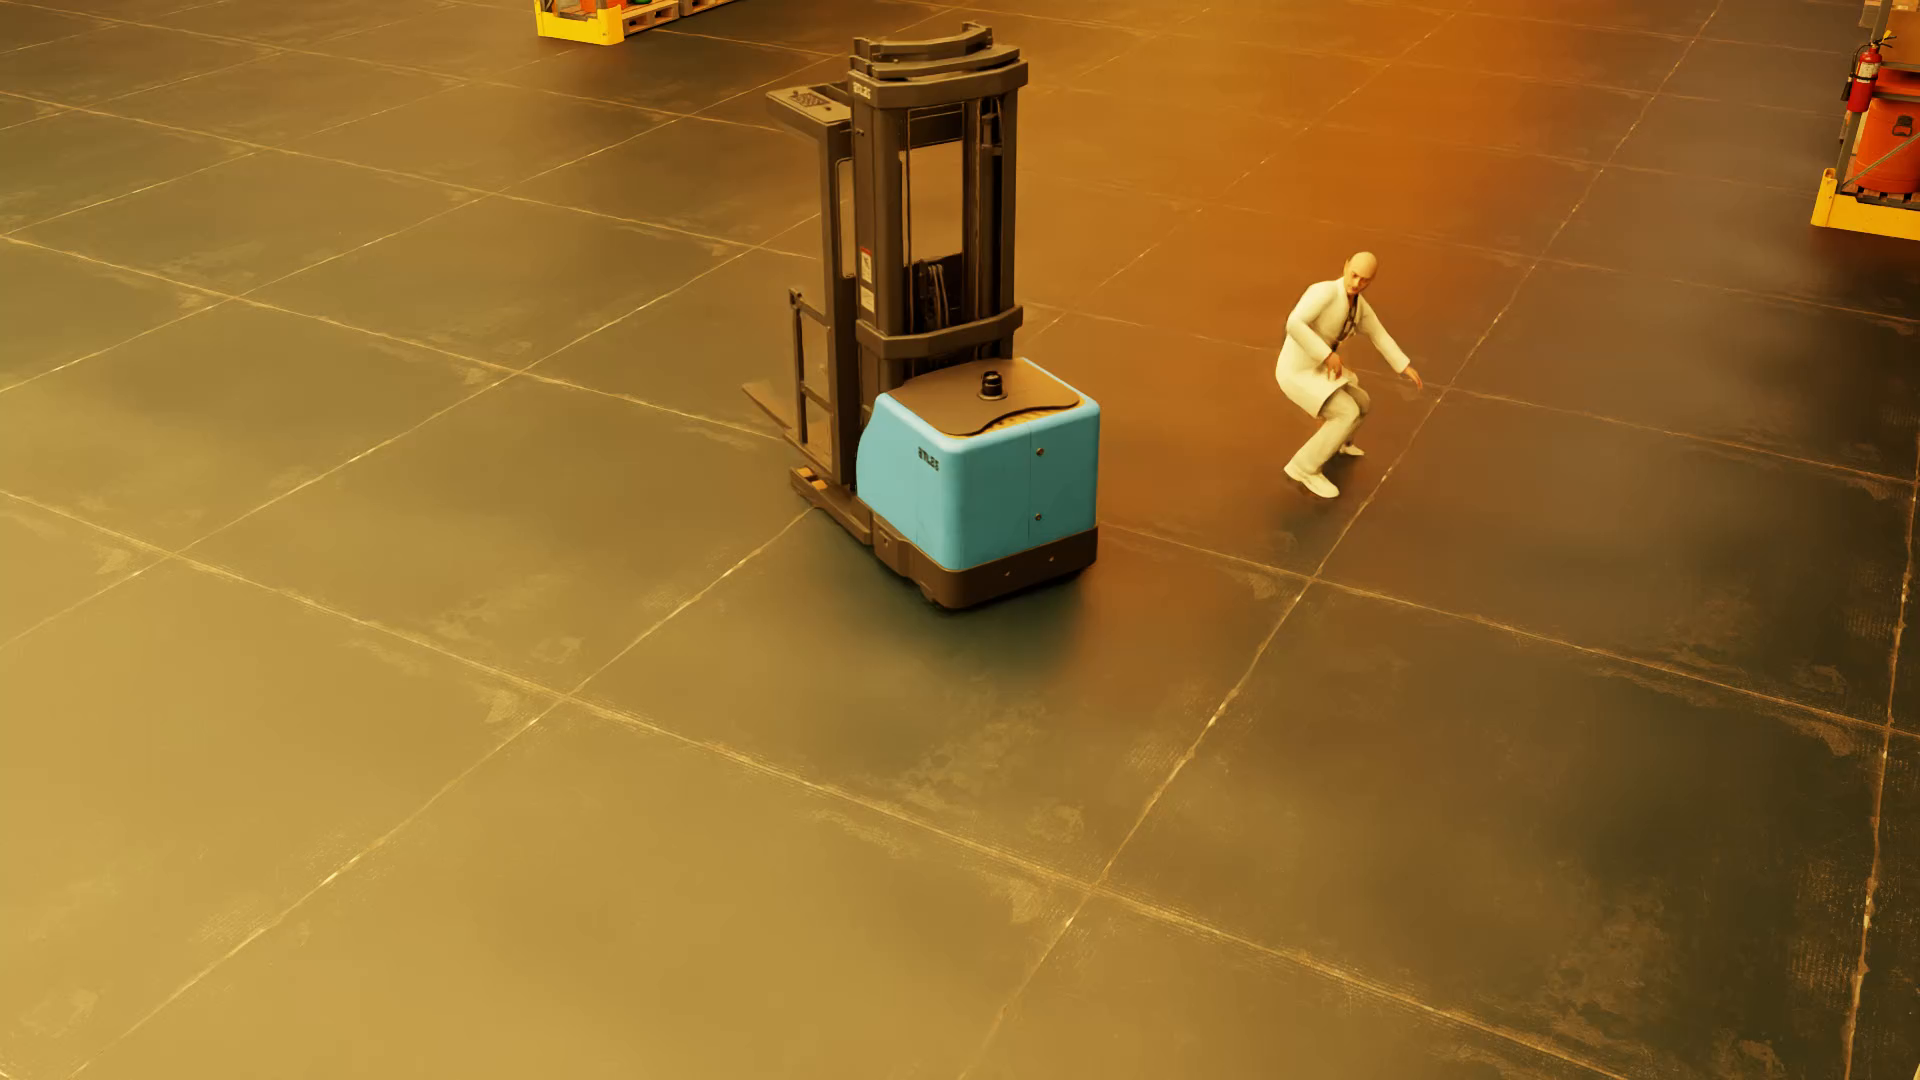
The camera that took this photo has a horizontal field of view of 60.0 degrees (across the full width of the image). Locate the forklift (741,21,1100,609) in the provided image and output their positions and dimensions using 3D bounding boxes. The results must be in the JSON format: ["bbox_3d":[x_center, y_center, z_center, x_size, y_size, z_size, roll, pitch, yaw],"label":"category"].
[{"bbox_3d":[-0.416,-1.587,9.821,1.130,2.935,3.031,-17,34,-27],"label":"forklift"}]

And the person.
[{"bbox_3d":[2.405,-1.036,10.368,0.782,1.554,0.917,18,35,28],"label":"person"}]
